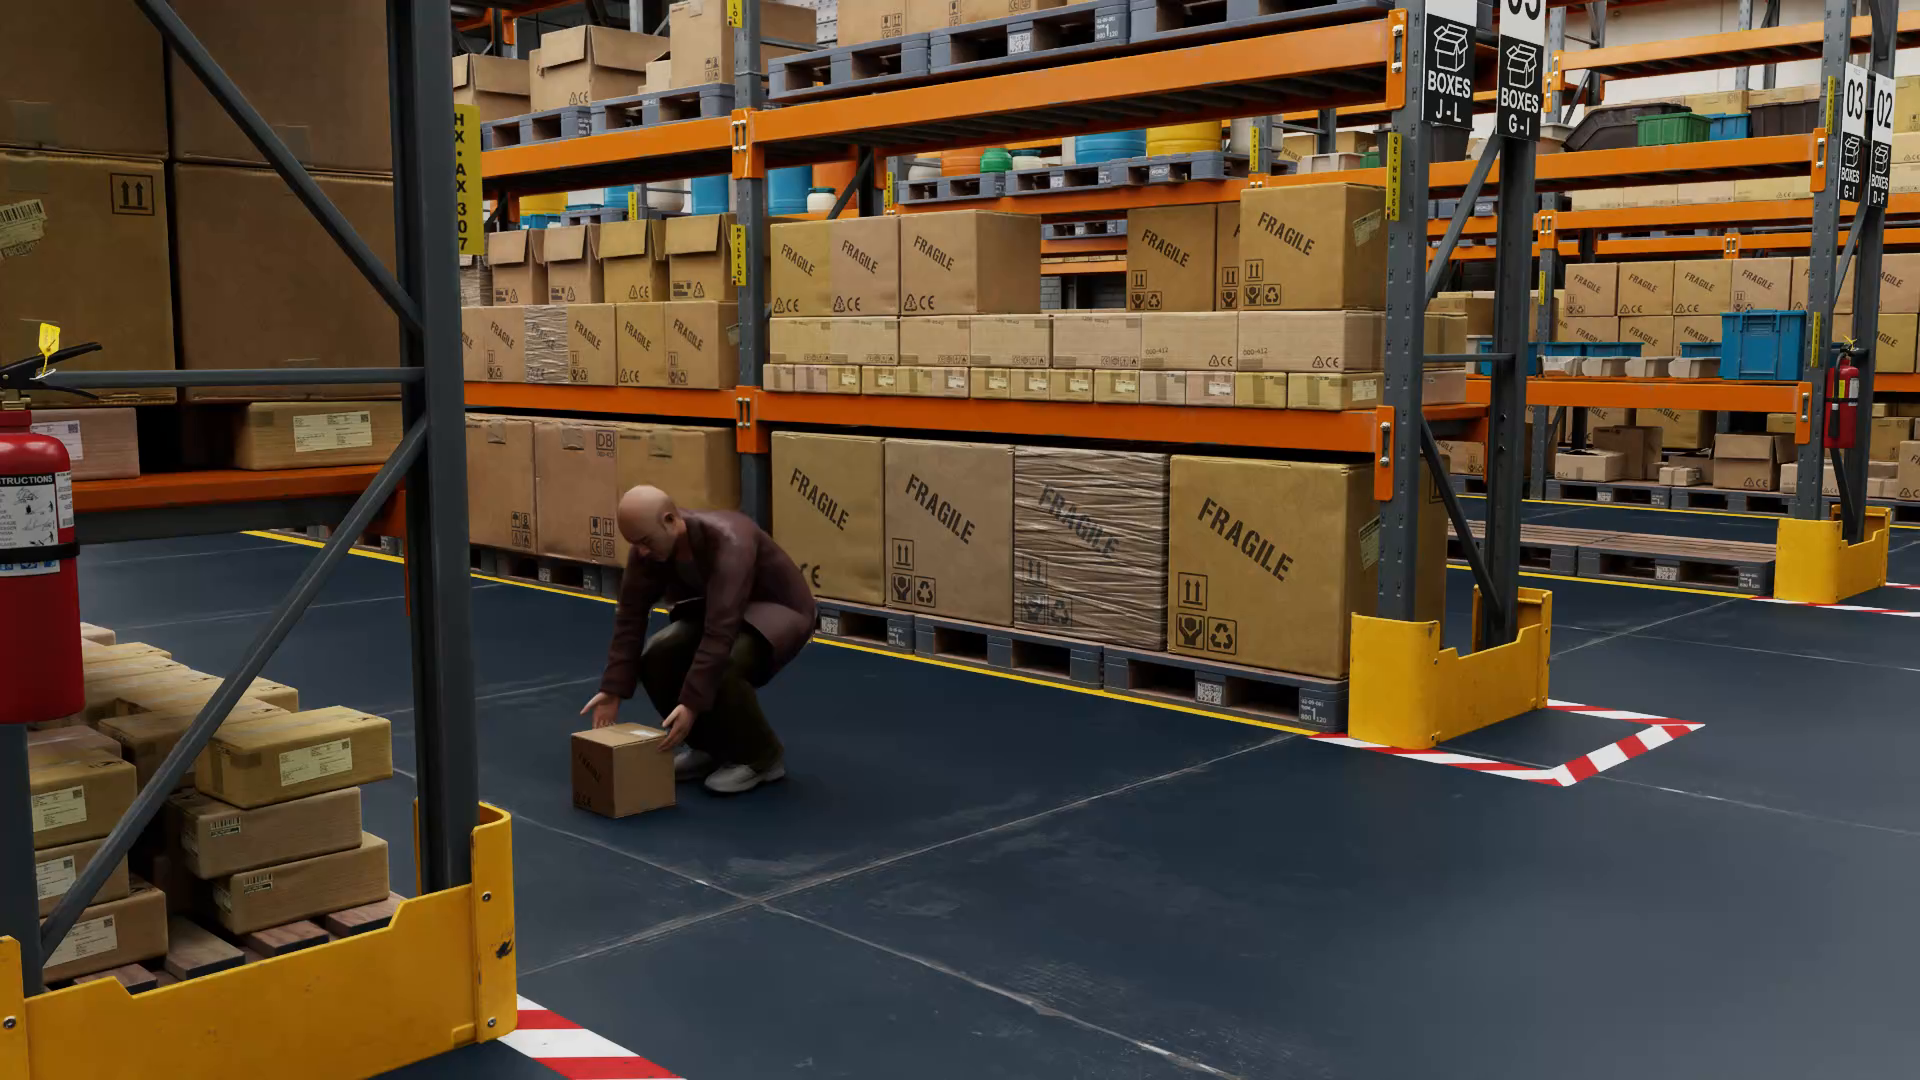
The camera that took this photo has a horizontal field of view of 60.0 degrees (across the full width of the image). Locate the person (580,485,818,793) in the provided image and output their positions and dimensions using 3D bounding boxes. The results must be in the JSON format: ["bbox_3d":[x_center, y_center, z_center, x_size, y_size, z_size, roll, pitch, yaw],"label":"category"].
[{"bbox_3d":[-0.871,0.341,5.896,0.615,1.081,0.860,7,9,43],"label":"person"}]
